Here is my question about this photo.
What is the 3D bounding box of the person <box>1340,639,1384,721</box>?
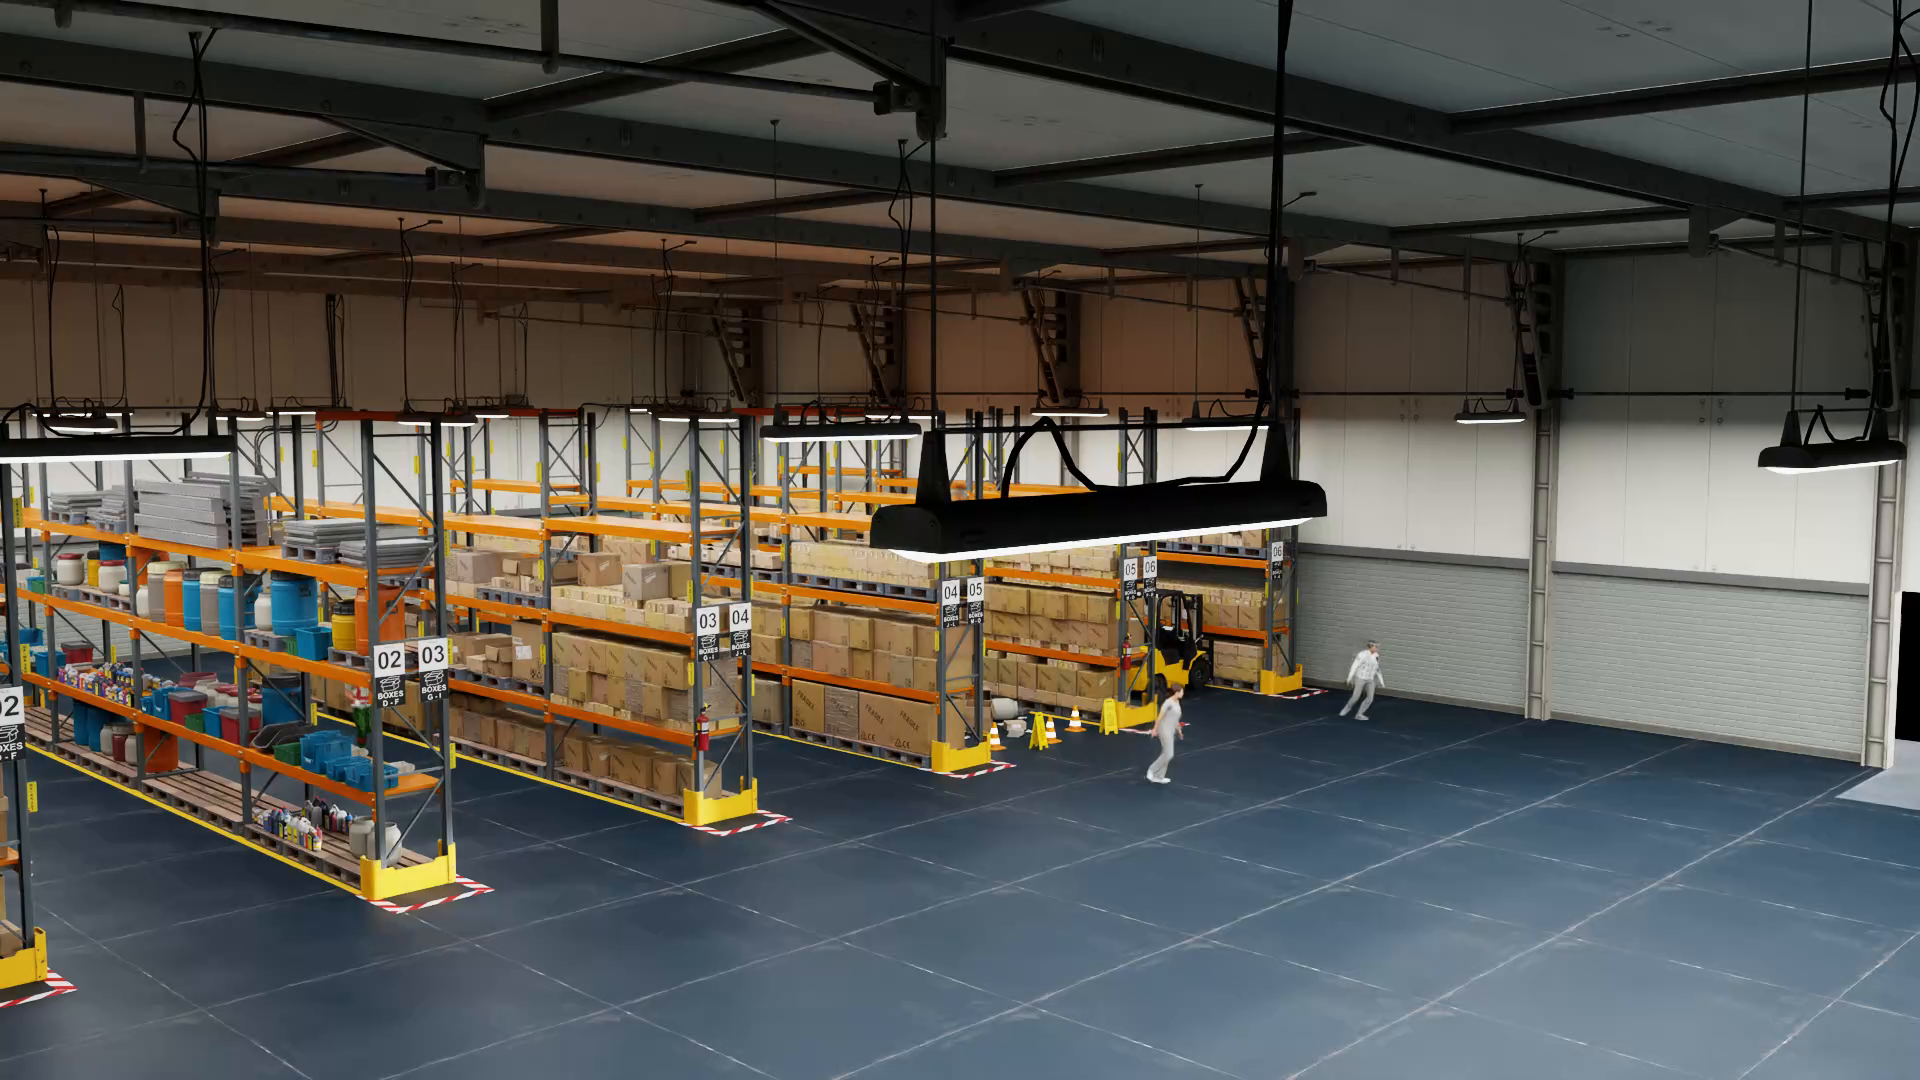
[{"bbox_3d":[7.774,2.688,32.143,0.737,1.590,0.620,-2,6,-25],"label":"person"}]

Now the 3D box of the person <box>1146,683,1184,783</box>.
[{"bbox_3d":[3.326,3.134,26.977,0.520,1.636,0.615,3,6,28],"label":"person"}]

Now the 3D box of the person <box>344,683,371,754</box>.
[{"bbox_3d":[-10.436,2.895,29.098,0.660,1.729,0.645,-5,7,-44],"label":"person"}]
